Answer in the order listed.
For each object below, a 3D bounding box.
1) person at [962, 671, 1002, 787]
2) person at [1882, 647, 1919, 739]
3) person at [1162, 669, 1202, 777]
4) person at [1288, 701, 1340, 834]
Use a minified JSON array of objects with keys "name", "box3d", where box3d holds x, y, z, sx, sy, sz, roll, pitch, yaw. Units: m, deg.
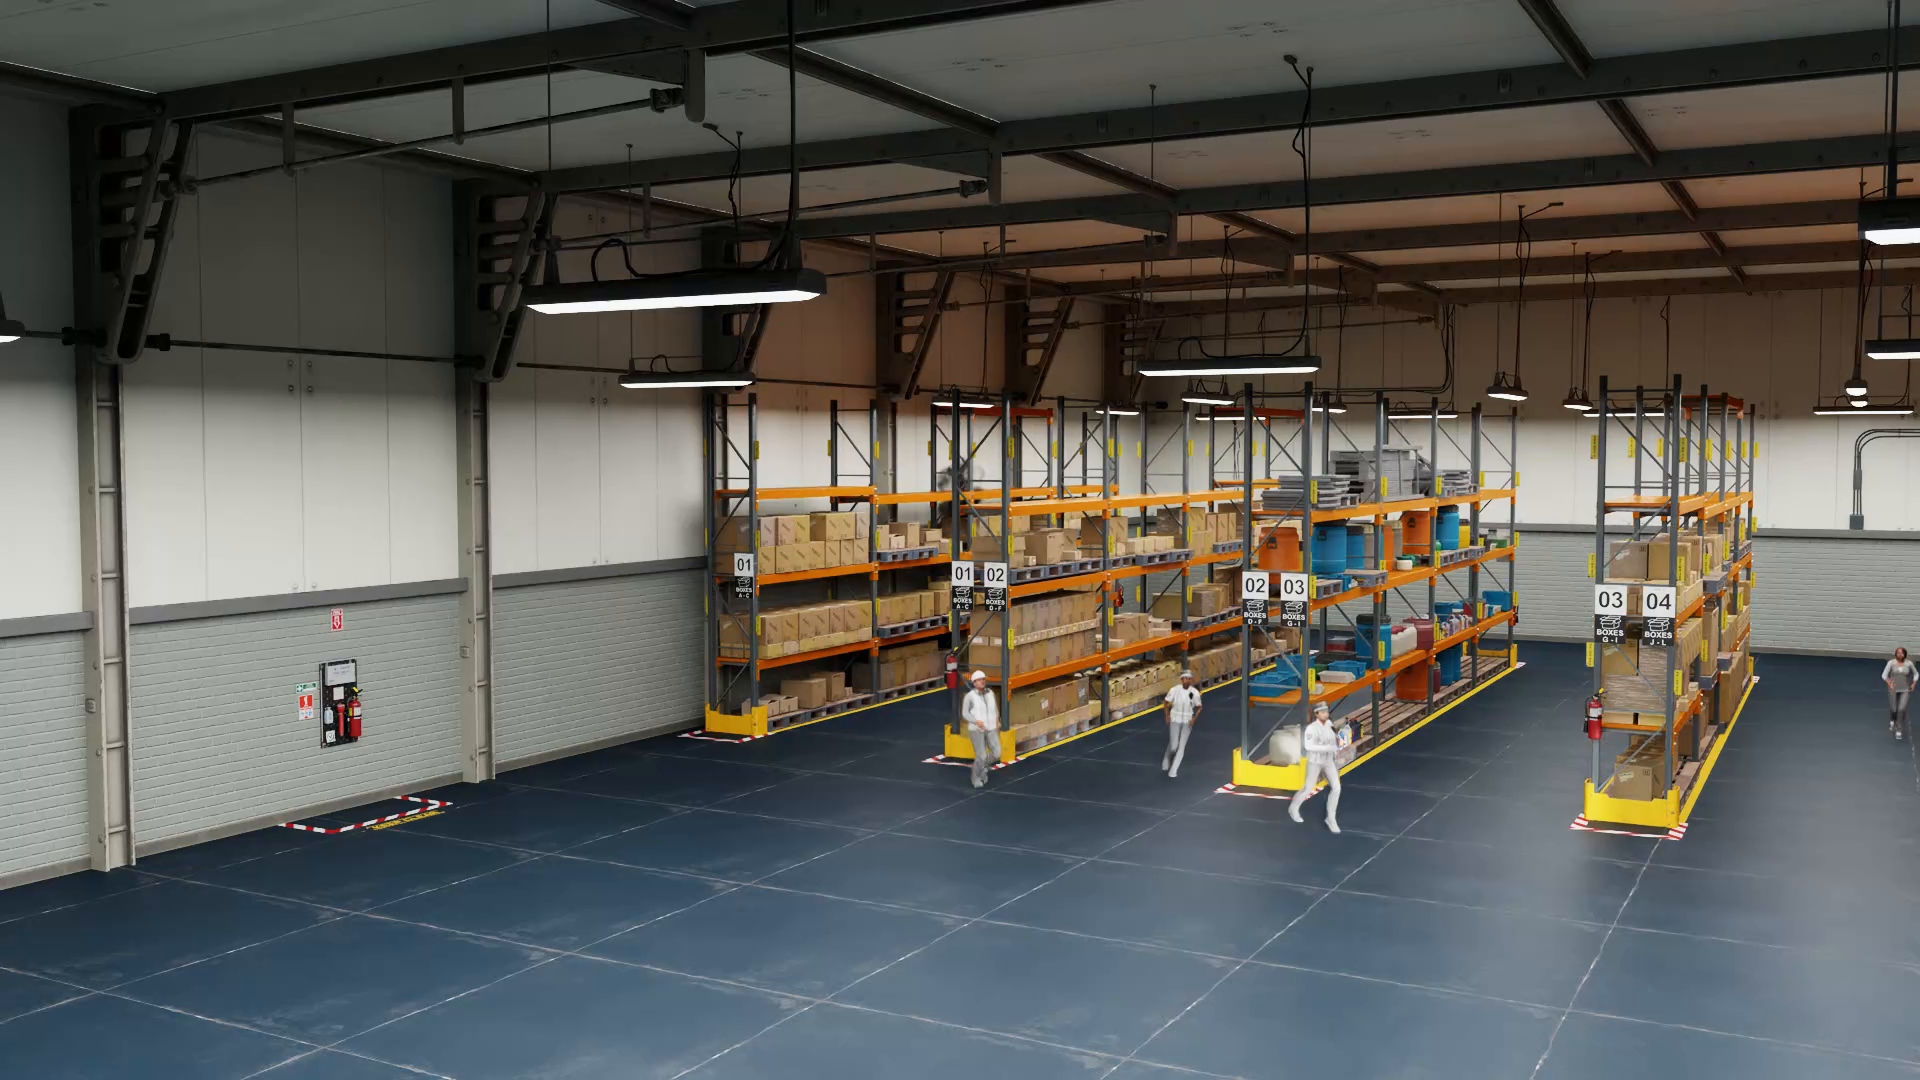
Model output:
[{"name":"person","box3d":[0.354,2.802,24.654,0.672,1.731,0.552,-2,4,-30]},{"name":"person","box3d":[16.424,2.653,29.051,0.564,1.592,0.669,2,4,29]},{"name":"person","box3d":[3.425,2.800,25.566,0.597,1.647,0.518,0,3,1]},{"name":"person","box3d":[4.743,2.972,21.981,0.622,1.741,0.878,-1,3,-25]}]
